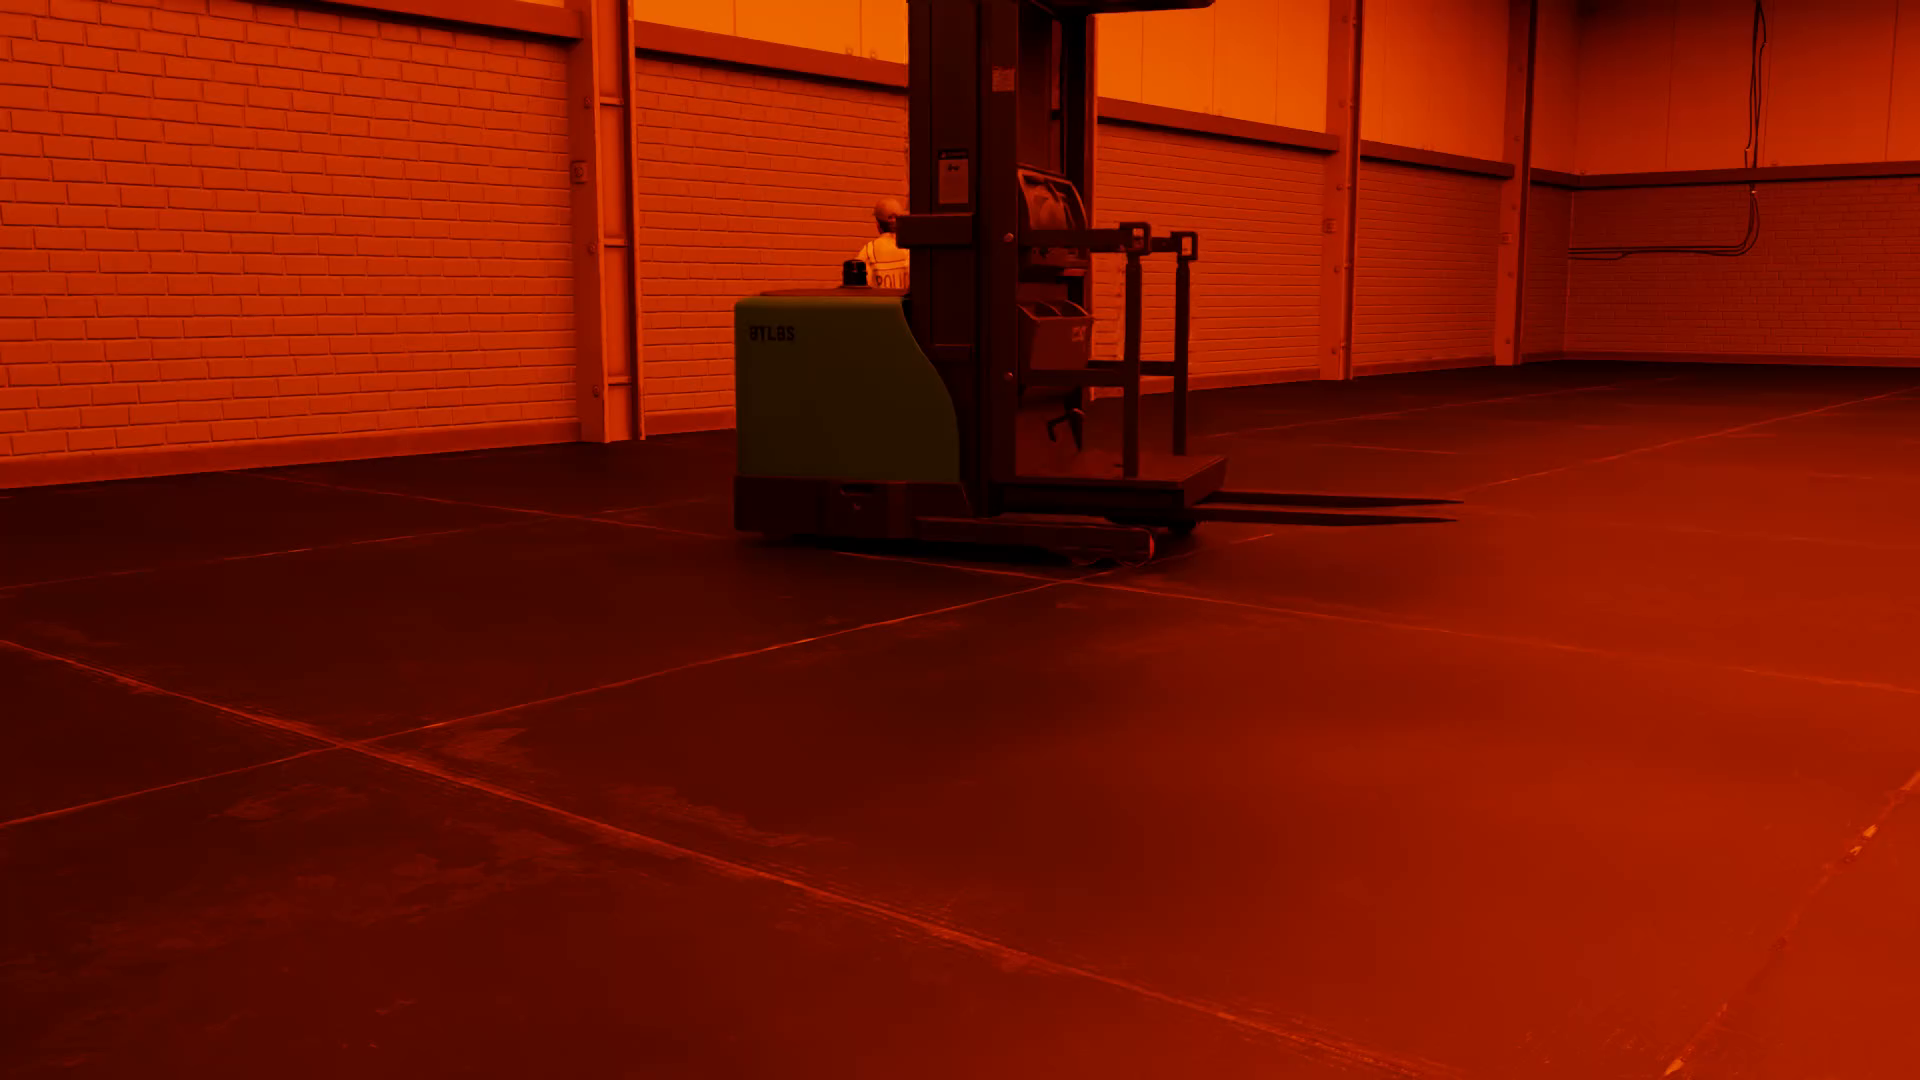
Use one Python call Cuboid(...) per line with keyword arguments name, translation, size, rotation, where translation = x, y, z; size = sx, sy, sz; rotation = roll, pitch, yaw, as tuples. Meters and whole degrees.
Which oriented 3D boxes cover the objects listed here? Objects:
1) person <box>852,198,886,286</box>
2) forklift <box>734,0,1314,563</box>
Cuboid(name="person", translation=(-0.393, -1.295, 10.450), size=(0.598, 1.670, 0.529), rotation=(-1, 8, -6))
Cuboid(name="forklift", translation=(0.464, -1.513, 7.622), size=(3.031, 2.935, 1.130), rotation=(-7, 11, -41))
